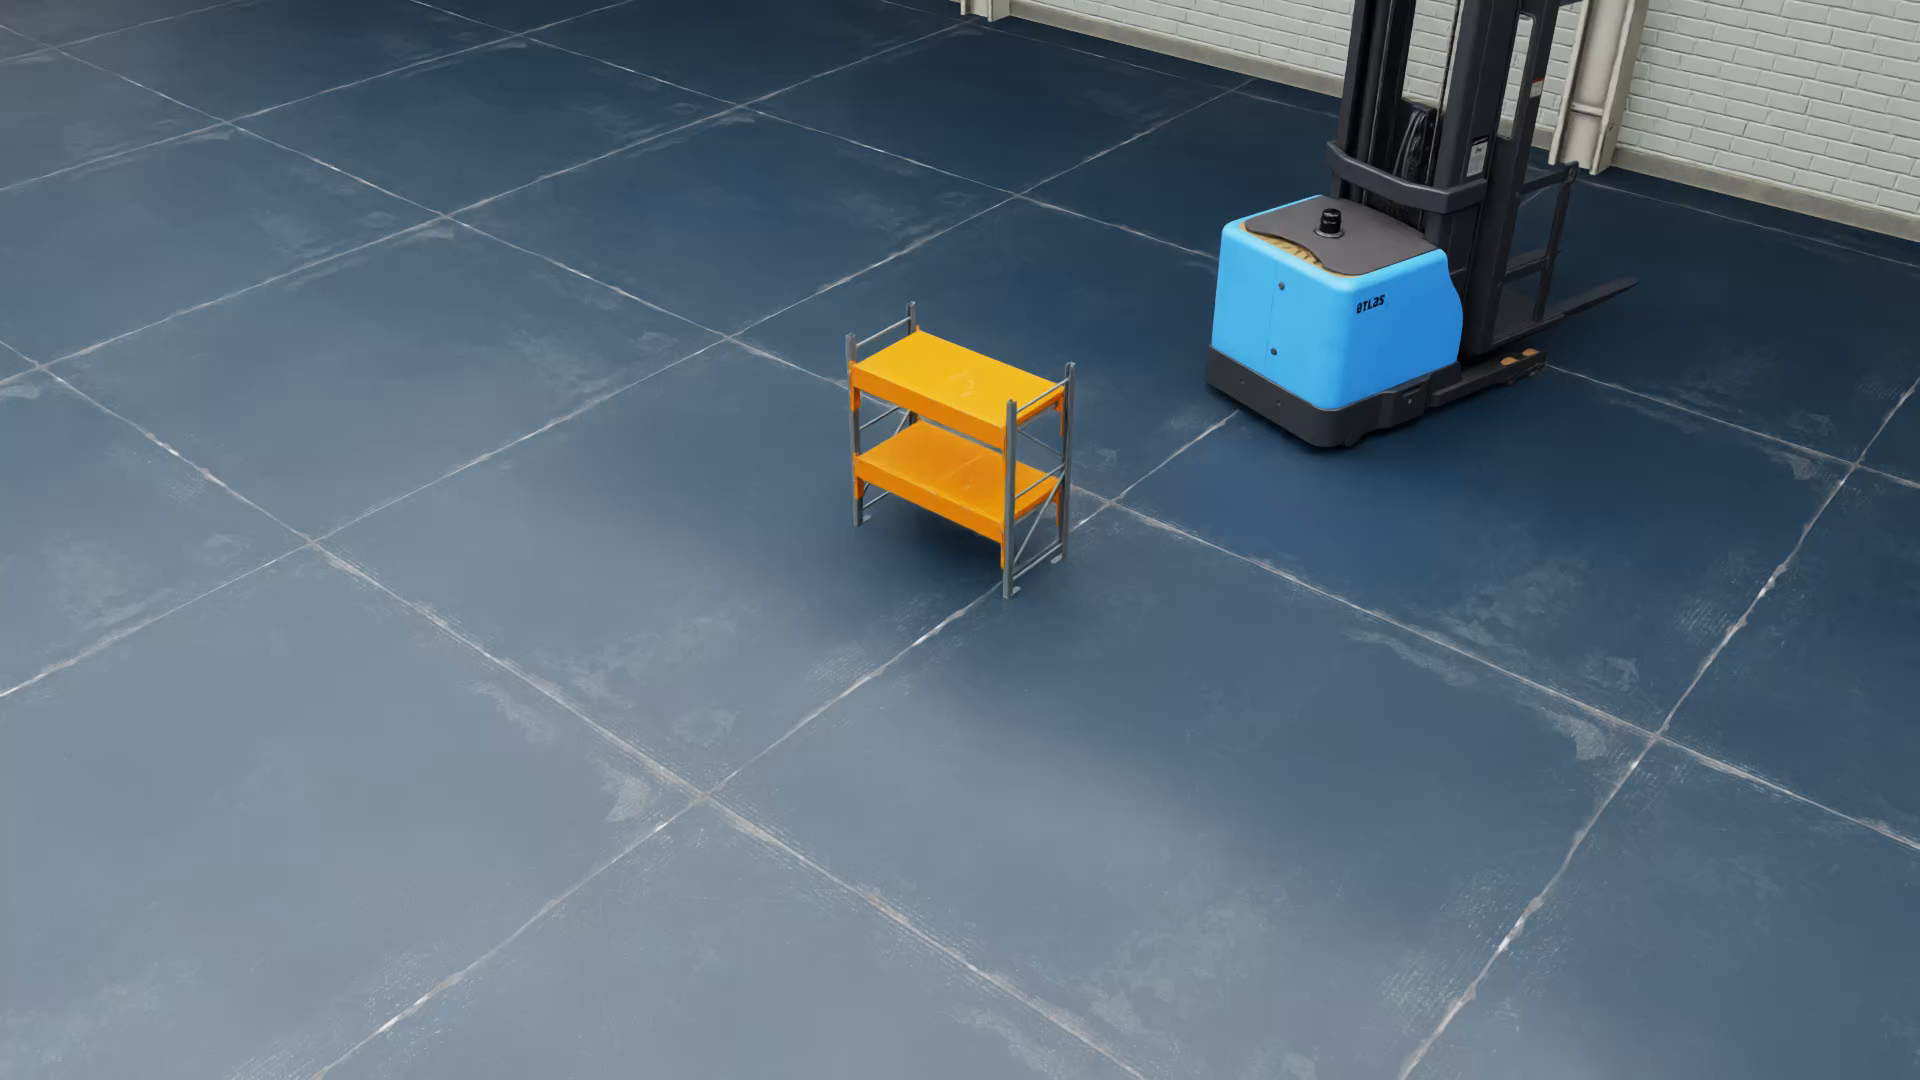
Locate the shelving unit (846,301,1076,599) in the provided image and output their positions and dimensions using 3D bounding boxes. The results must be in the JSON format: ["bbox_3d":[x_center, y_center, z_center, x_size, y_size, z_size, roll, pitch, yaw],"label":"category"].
[{"bbox_3d":[-0.005,-0.466,8.435,1.048,1.125,0.538,25,42,32],"label":"shelving unit"}]

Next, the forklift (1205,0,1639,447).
[{"bbox_3d":[2.984,-2.379,9.625,3.031,2.935,1.130,-21,40,-28],"label":"forklift"}]

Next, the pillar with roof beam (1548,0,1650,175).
[{"bbox_3d":[2.109,-4.792,7.778,0.400,9.000,9.100,25,42,32],"label":"pillar with roof beam"}]

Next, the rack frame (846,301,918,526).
[{"bbox_3d":[-0.396,-0.650,8.703,0.032,1.125,0.500,25,42,32],"label":"rack frame"}]

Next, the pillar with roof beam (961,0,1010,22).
[{"bbox_3d":[-2.503,-6.965,10.943,0.400,9.000,9.100,25,42,32],"label":"pillar with roof beam"}]

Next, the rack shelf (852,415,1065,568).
[{"bbox_3d":[-0.005,-0.265,8.574,1.000,0.278,0.538,25,42,32],"label":"rack shelf"}]

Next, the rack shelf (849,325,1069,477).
[{"bbox_3d":[-0.005,-0.707,8.269,1.000,0.278,0.538,25,42,32],"label":"rack shelf"}]

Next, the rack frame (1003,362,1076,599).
[{"bbox_3d":[0.385,-0.282,8.167,0.032,1.125,0.500,25,42,32],"label":"rack frame"}]
